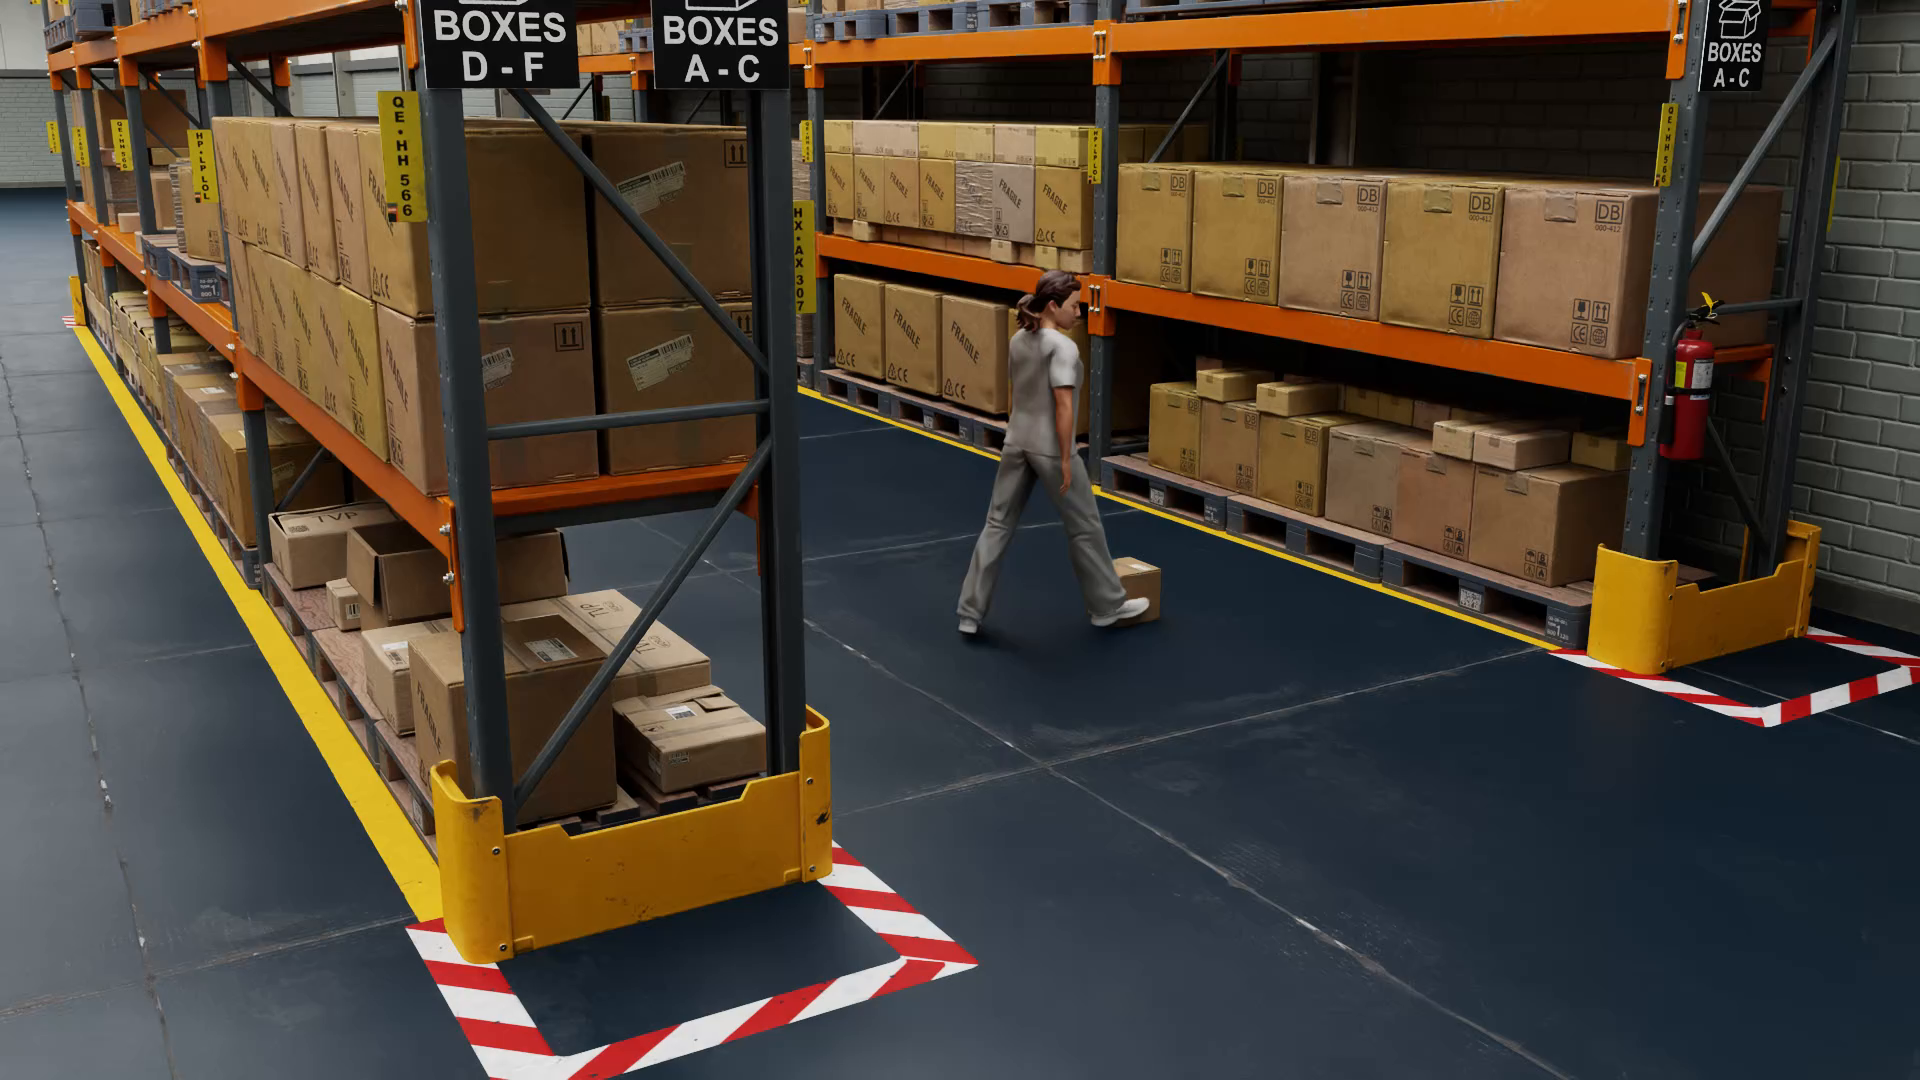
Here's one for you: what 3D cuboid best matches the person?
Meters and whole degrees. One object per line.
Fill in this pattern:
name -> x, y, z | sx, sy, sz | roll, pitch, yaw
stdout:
person -> 0.392, -0.402, 7.505 | 0.603, 1.634, 0.851 | 14, 20, 42
